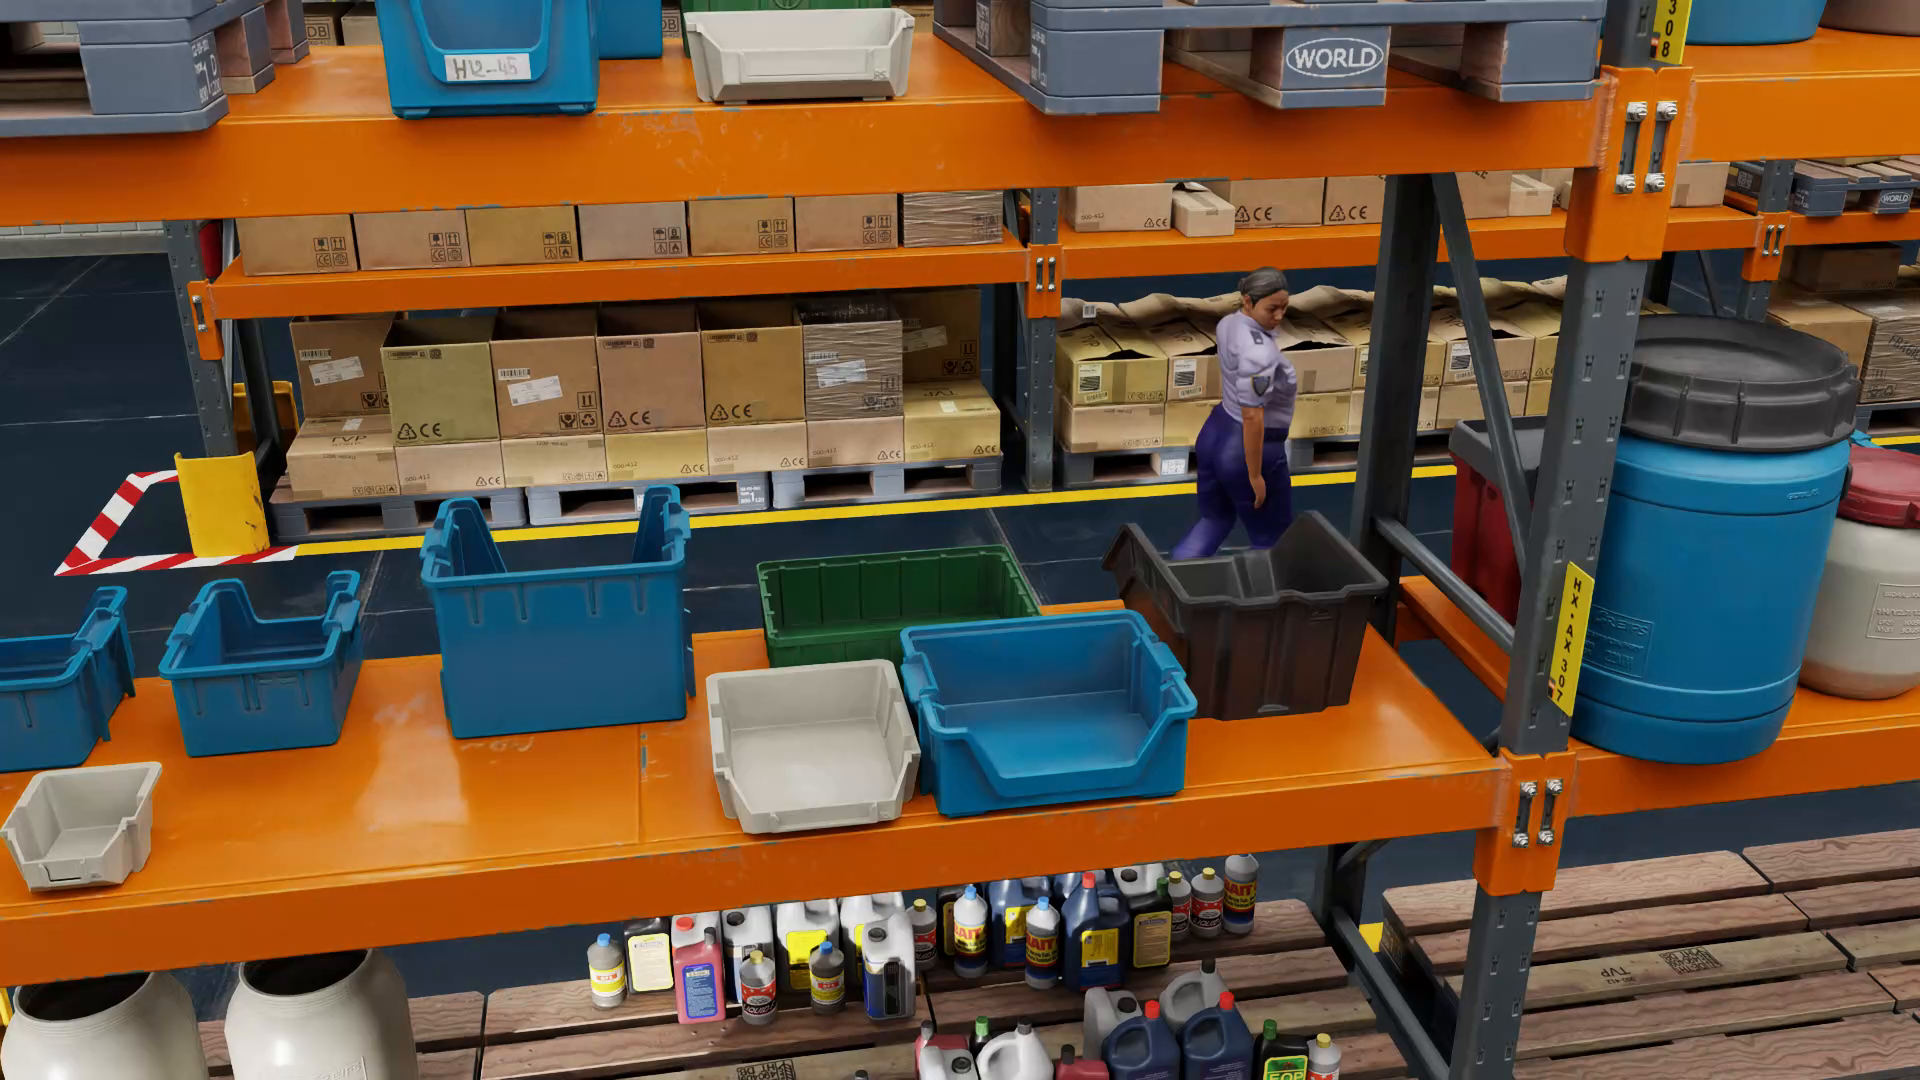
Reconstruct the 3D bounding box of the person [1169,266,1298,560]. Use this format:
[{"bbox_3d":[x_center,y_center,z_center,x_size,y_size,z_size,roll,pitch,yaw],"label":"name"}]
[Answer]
[{"bbox_3d":[1.197,-0.350,6.893,0.740,1.630,0.509,-7,24,-15],"label":"person"}]
